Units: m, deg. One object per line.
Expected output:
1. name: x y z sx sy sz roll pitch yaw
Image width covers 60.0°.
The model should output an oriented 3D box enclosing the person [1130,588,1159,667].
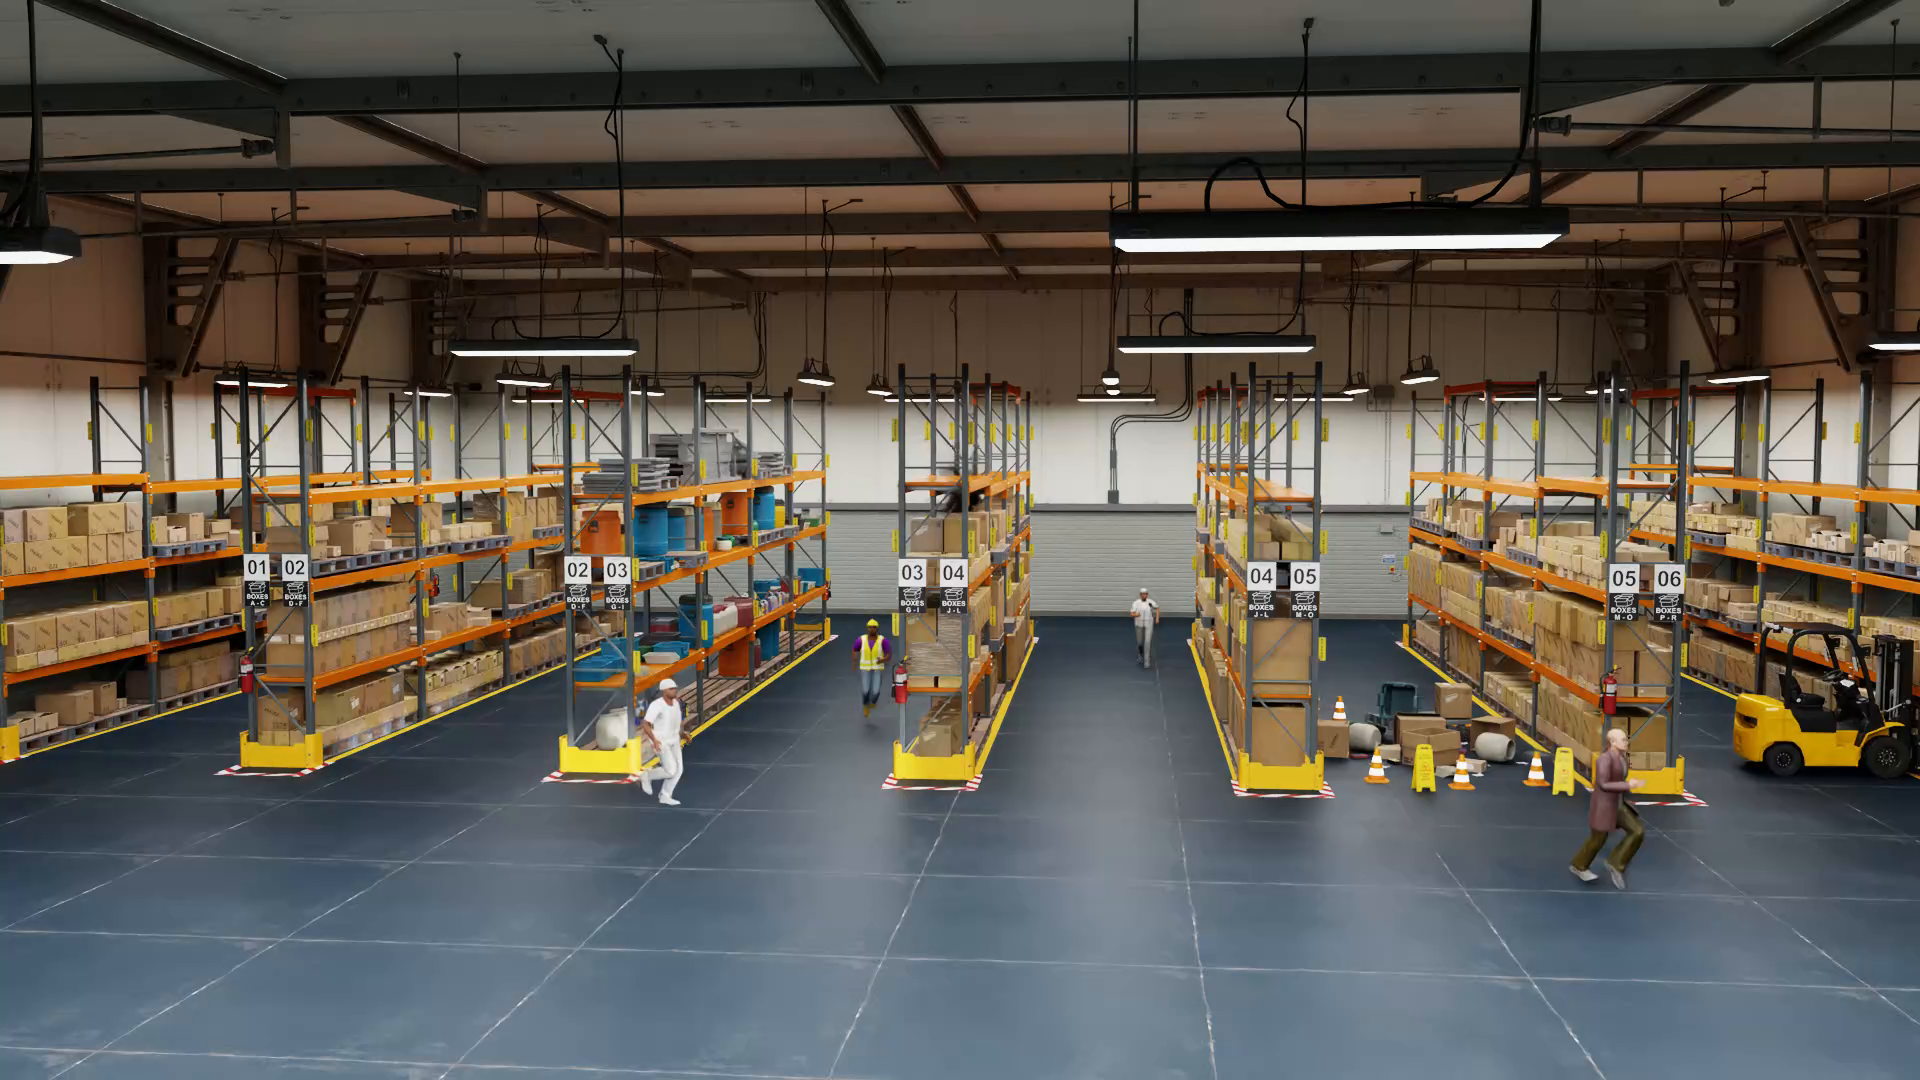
1. person: 3.959 1.853 35.745 0.613 1.621 1.037 1 4 10

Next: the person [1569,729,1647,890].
1. person: 7.138 2.946 18.291 0.751 1.781 0.892 -3 5 -43

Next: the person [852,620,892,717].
1. person: -1.519 2.212 28.507 0.690 1.691 0.597 0 4 -2

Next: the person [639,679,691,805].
1. person: -4.004 2.715 22.432 0.620 1.712 0.688 2 4 29
